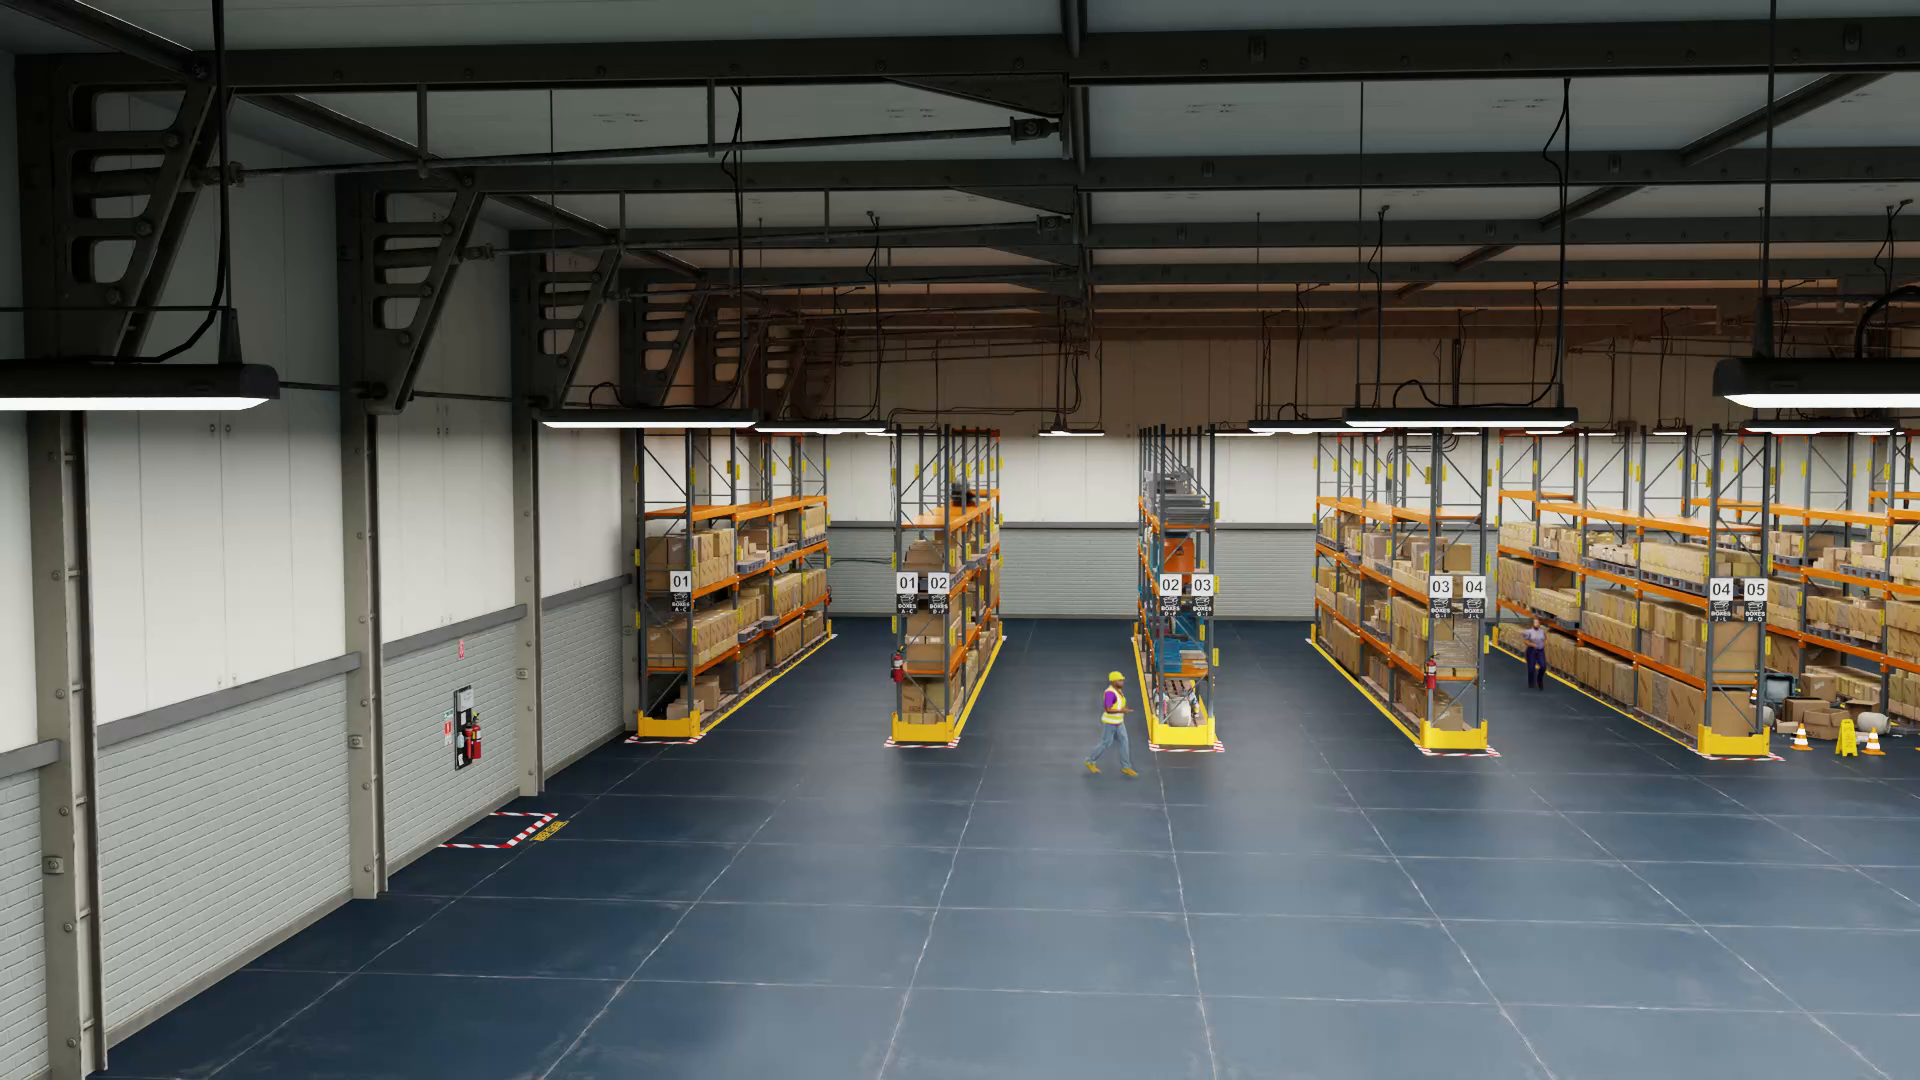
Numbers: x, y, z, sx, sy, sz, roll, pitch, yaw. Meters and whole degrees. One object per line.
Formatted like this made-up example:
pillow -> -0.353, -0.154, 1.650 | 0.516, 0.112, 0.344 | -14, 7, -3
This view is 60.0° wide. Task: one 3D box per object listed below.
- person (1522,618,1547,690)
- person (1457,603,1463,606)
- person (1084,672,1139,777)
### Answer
person -> 13.126, 2.608, 37.922 | 0.592, 1.653, 0.670 | 0, 3, 4
person -> 14.274, 2.026, 47.337 | 0.797, 1.655, 0.681 | -1, 4, -14
person -> 2.569, 3.110, 28.162 | 0.935, 1.781, 0.654 | 2, 4, 28
